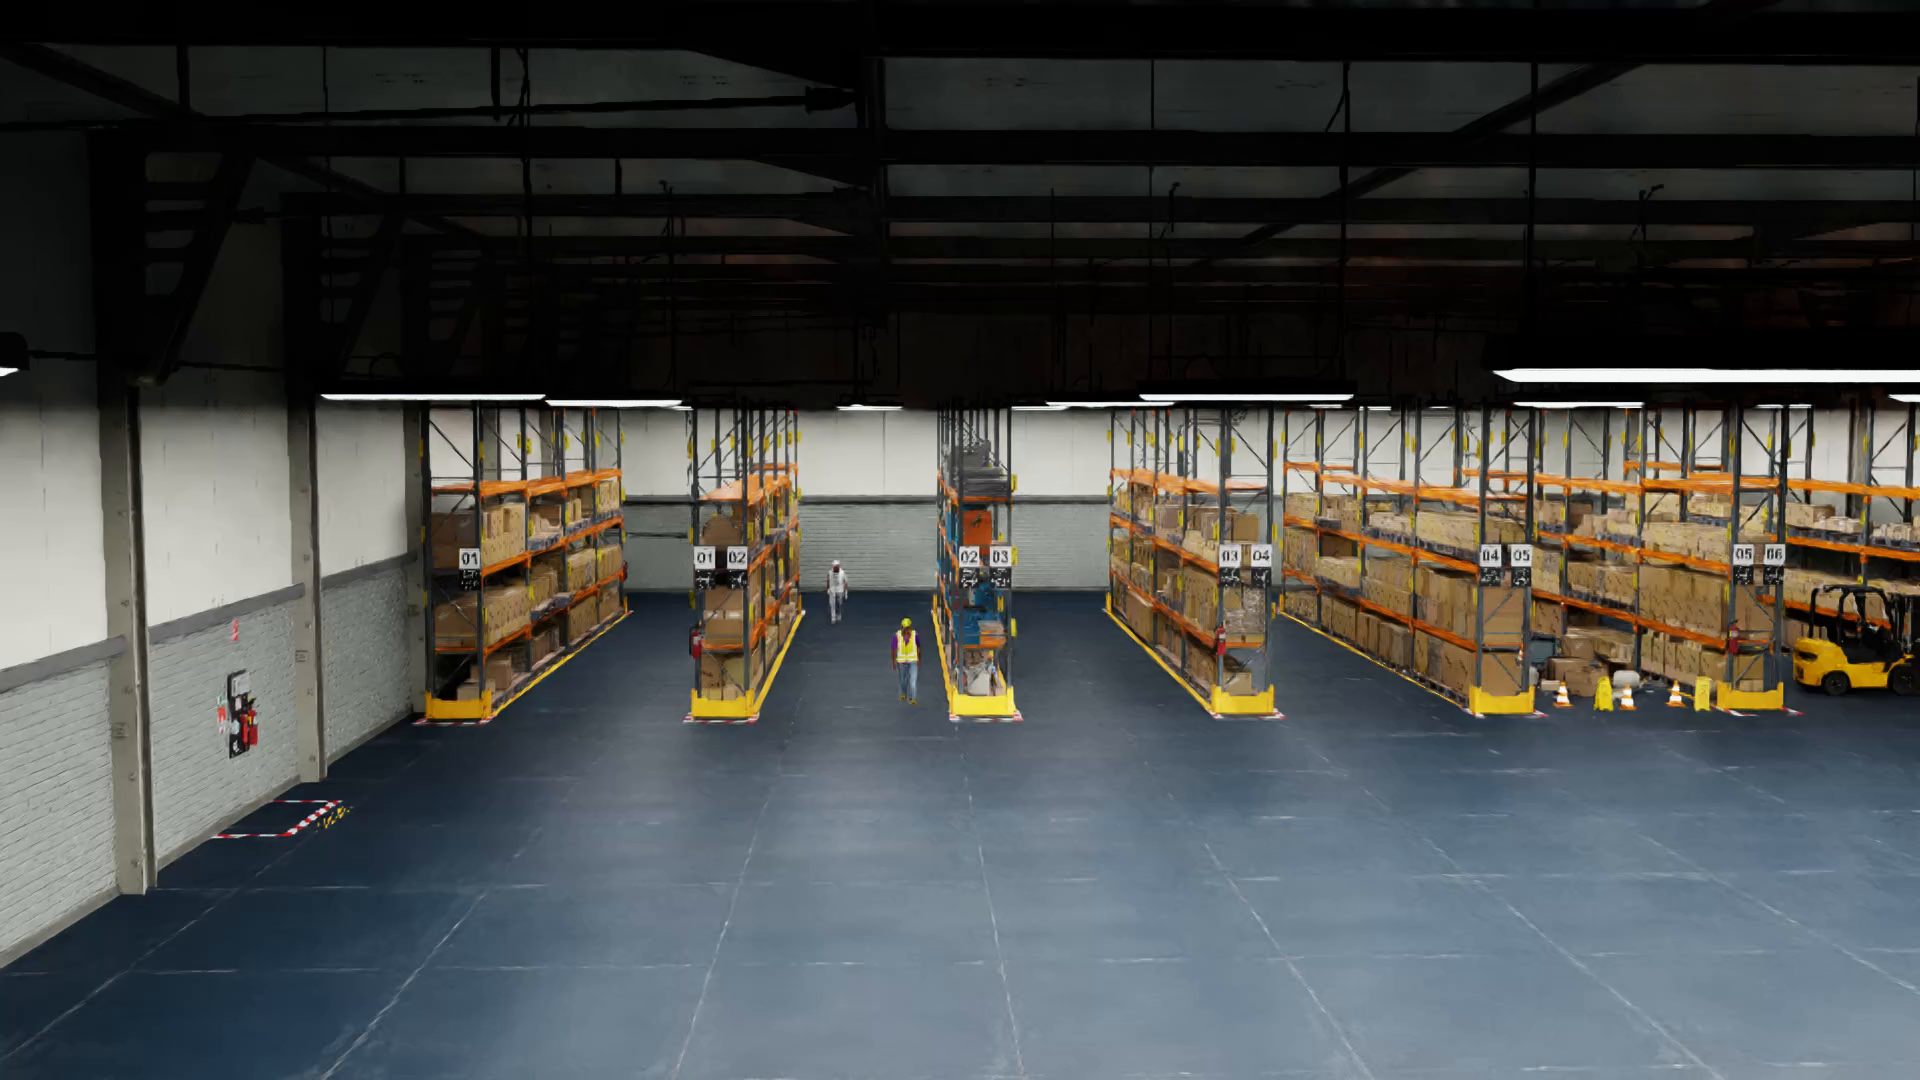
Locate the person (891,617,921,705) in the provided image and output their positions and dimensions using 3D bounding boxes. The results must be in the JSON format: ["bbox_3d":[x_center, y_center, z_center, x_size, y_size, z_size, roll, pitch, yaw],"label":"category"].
[{"bbox_3d":[-1.056,2.353,32.567,0.577,1.691,1.114,0,4,1],"label":"person"}]

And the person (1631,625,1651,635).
[{"bbox_3d":[17.349,1.615,42.230,0.550,1.666,0.579,2,5,24],"label":"person"}]

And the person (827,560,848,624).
[{"bbox_3d":[-3.323,1.387,44.949,0.577,1.733,1.042,0,4,-3],"label":"person"}]
